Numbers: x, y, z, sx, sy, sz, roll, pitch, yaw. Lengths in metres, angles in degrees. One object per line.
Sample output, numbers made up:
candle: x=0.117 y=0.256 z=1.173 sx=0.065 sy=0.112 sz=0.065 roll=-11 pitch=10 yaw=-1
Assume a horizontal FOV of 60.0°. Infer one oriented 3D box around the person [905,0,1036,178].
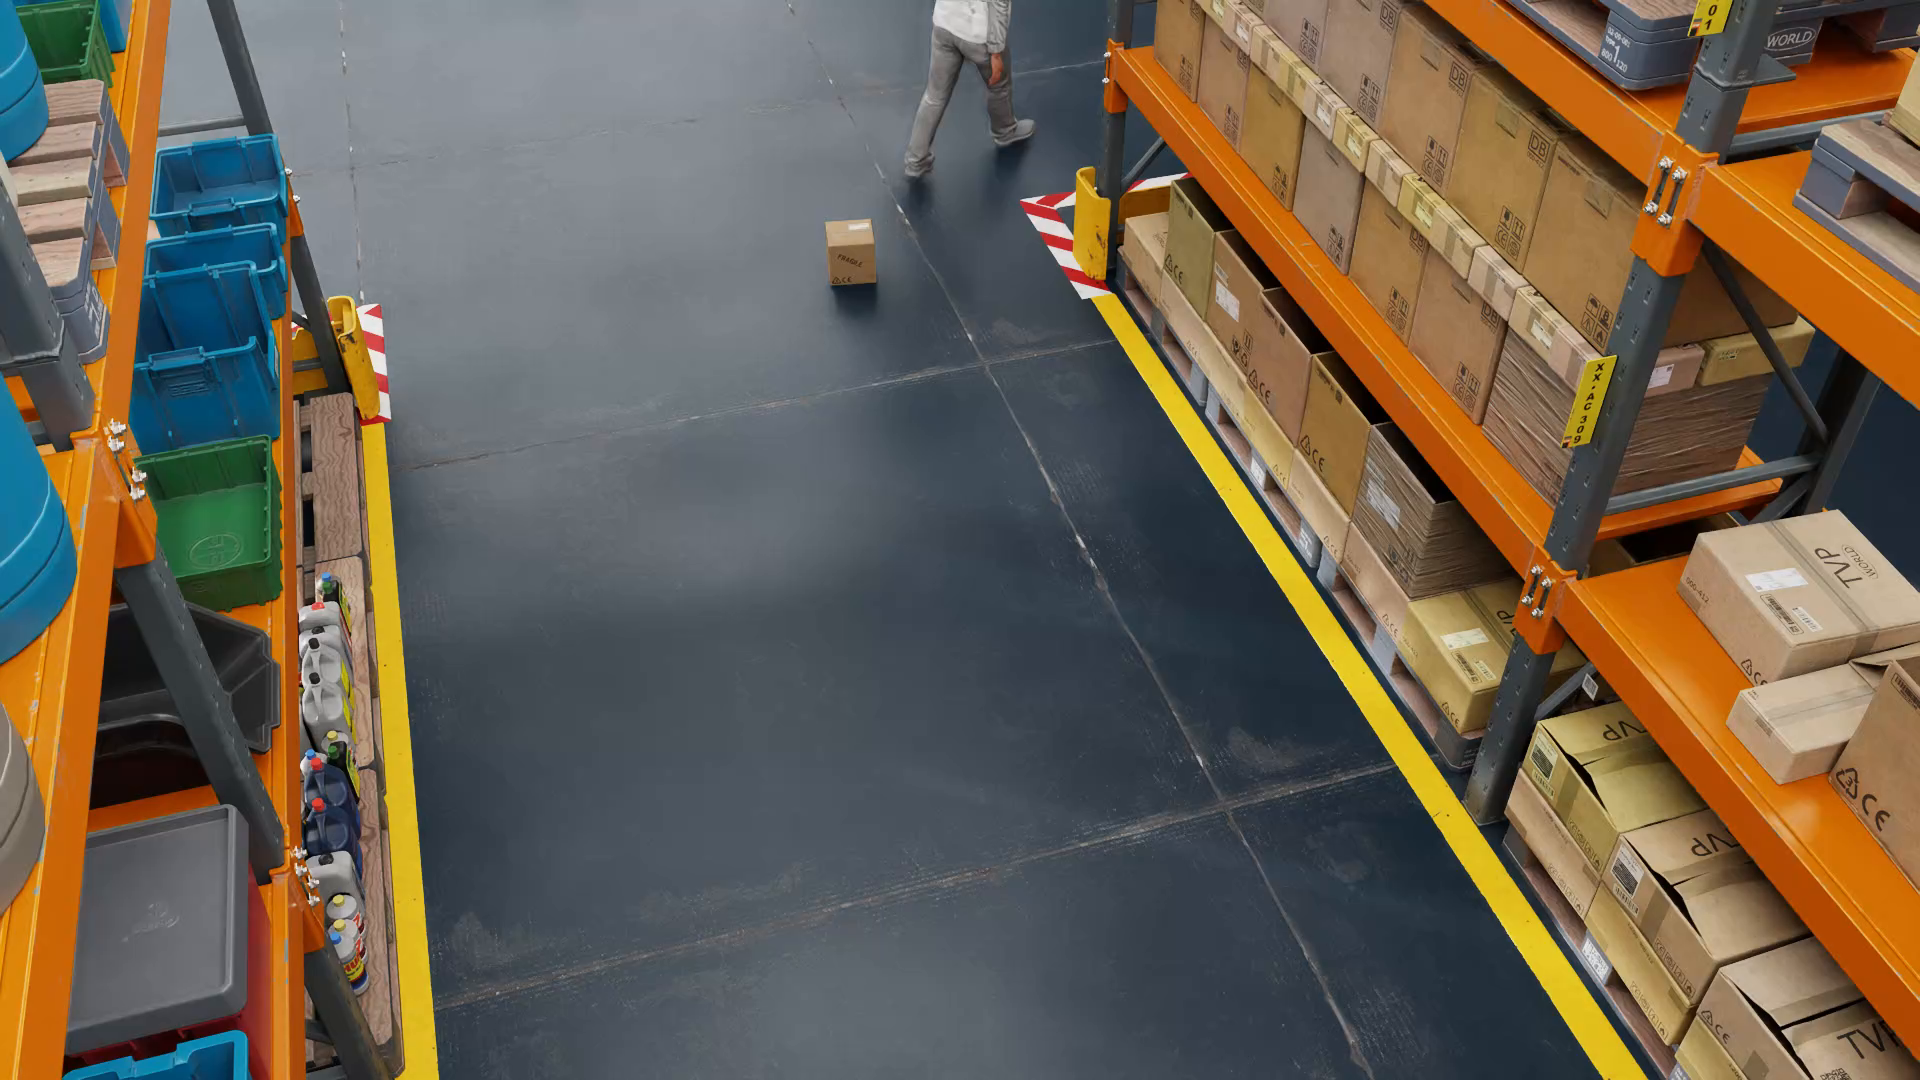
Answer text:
person: x=0.102 y=-2.911 z=9.386 sx=0.480 sy=1.716 sz=0.999 roll=26 pitch=48 yaw=26
